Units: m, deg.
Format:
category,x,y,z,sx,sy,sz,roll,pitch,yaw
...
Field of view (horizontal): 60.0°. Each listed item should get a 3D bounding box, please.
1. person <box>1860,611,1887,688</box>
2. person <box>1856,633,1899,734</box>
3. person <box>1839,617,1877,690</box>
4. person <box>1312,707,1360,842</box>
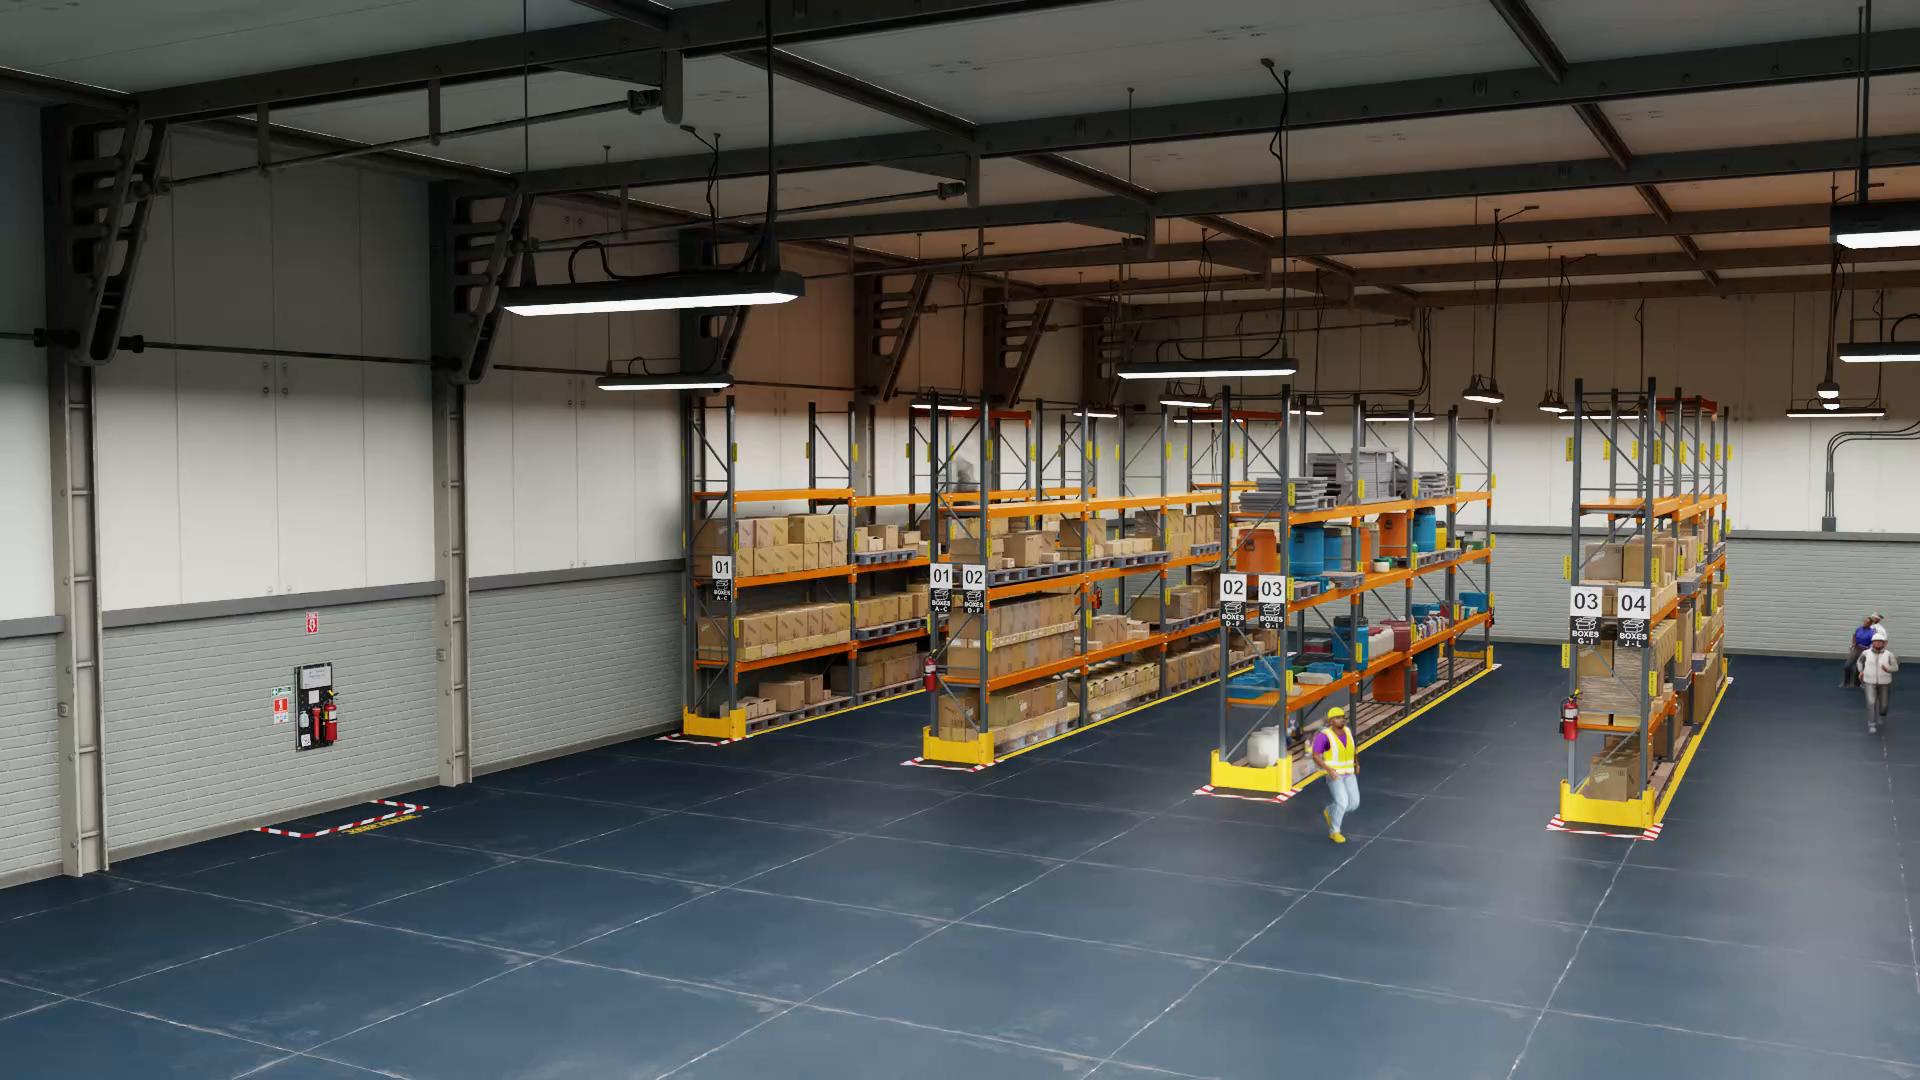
category,x,y,z,sx,sy,sz,roll,pitch,yaw
person,19.289,2.333,35.309,0.529,1.648,0.633,0,3,-3
person,16.339,2.539,29.697,0.593,1.749,0.961,2,3,28
person,18.848,2.396,34.888,0.632,1.588,0.770,-3,4,-40
person,4.875,3.014,21.468,0.699,1.728,0.543,-2,3,-27
